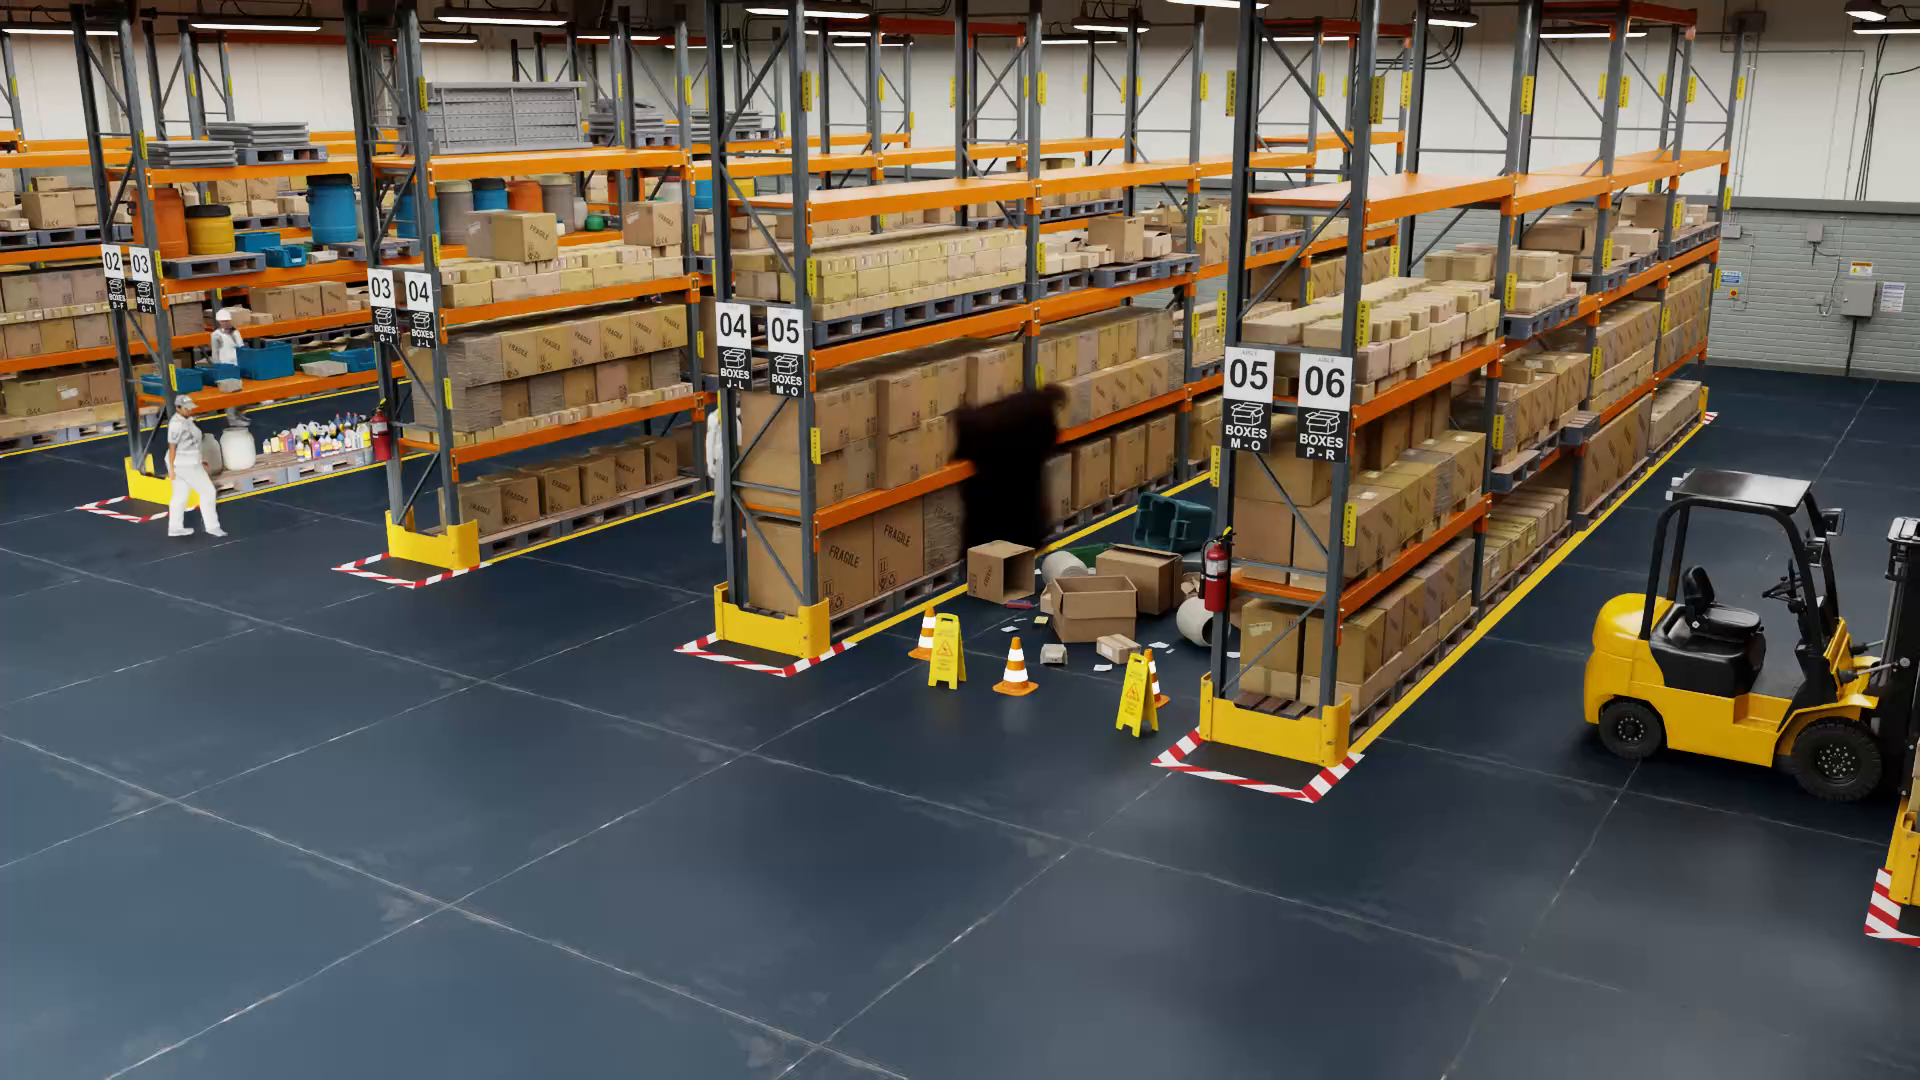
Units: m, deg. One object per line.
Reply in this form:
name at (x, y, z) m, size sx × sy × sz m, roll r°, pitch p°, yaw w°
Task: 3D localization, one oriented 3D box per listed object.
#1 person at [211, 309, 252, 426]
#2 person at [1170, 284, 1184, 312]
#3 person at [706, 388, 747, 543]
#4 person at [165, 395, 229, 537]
person at (-11.086, -2.625, 25.341) m, size 0.390 × 1.788 × 0.547 m, roll 3°, pitch 16°, yaw 10°
person at (4.391, -4.715, 32.992) m, size 1.045 × 1.674 × 0.621 m, roll -6°, pitch 17°, yaw -22°
person at (-2.492, -0.829, 18.079) m, size 0.533 × 1.711 × 0.373 m, roll -9°, pitch 18°, yaw -30°
person at (-8.890, -0.833, 19.204) m, size 0.620 × 1.720 × 0.452 m, roll -12°, pitch 20°, yaw -37°
